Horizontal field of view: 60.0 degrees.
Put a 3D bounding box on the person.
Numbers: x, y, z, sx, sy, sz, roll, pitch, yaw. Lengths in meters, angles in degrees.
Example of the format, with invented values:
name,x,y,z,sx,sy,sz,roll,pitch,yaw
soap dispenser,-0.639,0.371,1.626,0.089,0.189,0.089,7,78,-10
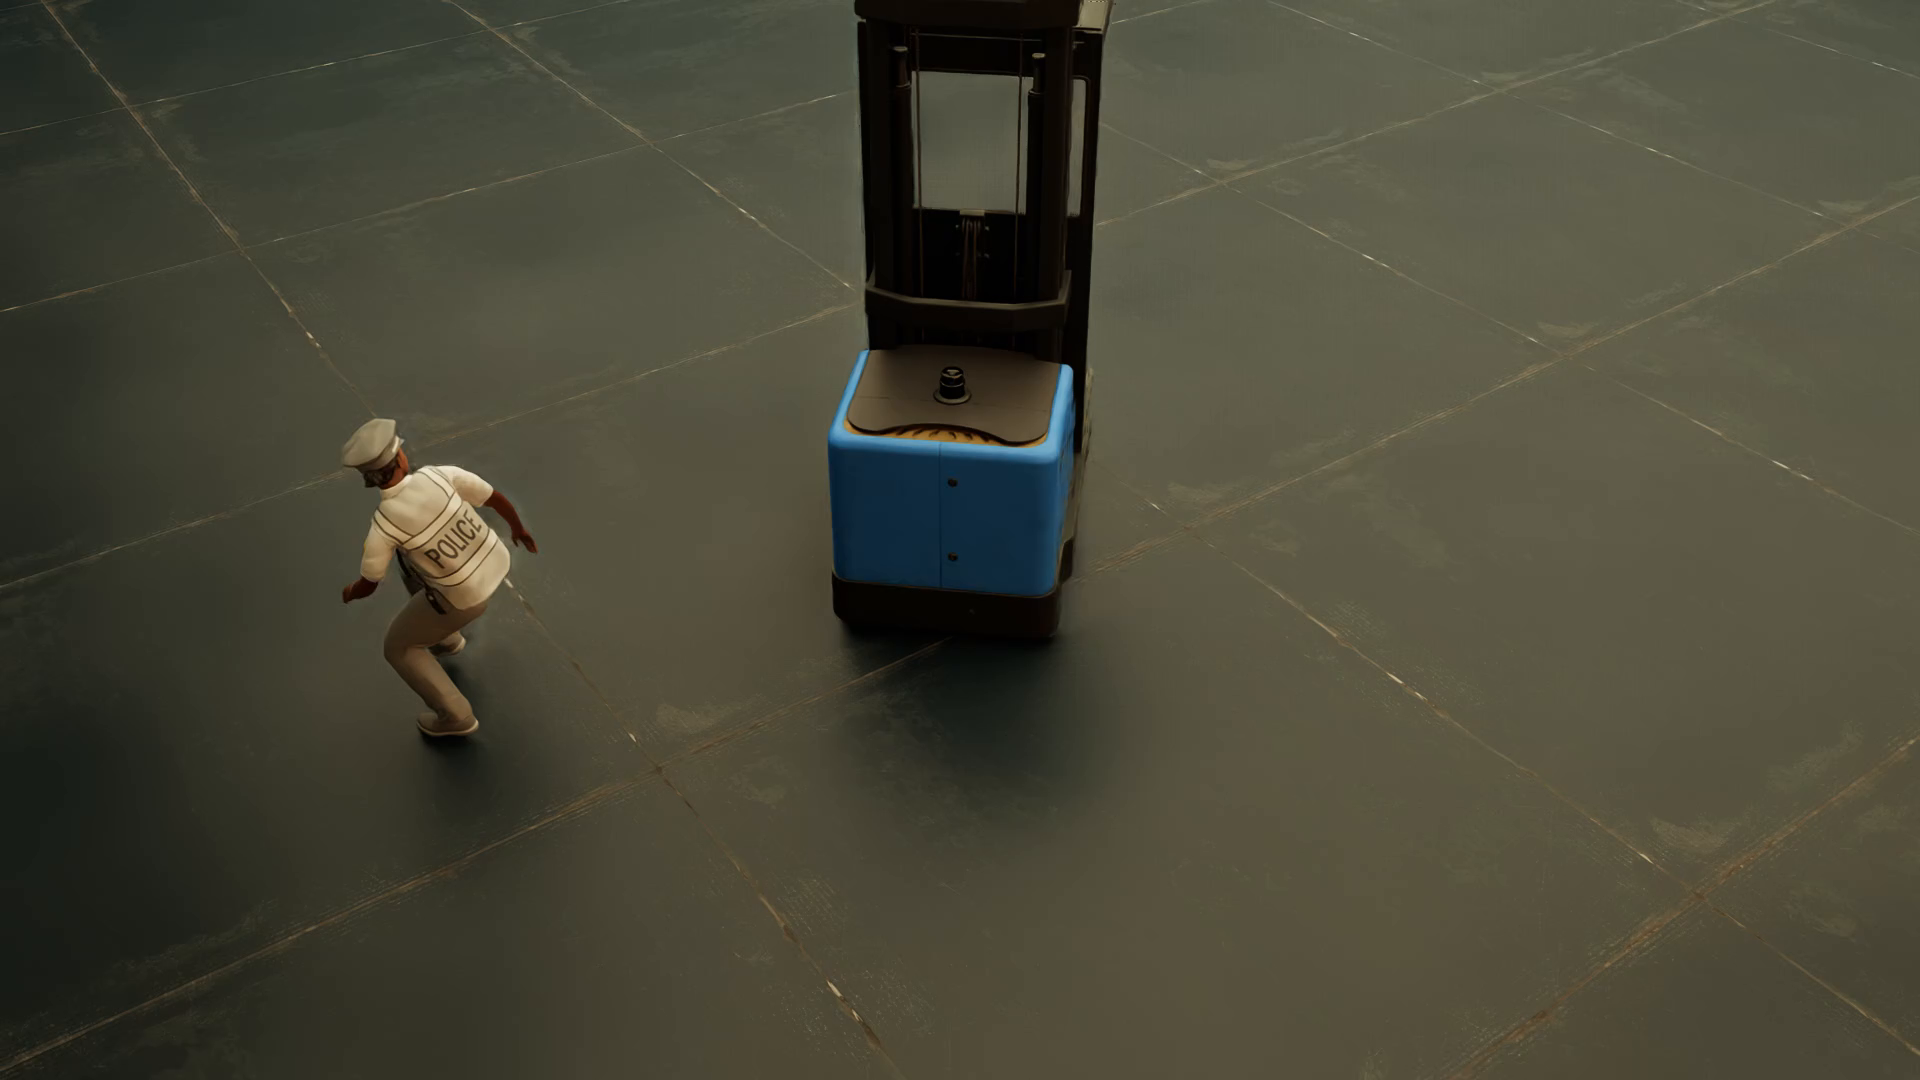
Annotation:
name,x,y,z,sx,sy,sz,roll,pitch,yaw
person,-2.243,0.094,7.032,0.680,1.451,0.694,14,39,18

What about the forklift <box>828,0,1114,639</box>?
name,x,y,z,sx,sy,sz,roll,pitch,yaw
forklift,0.125,-1.592,8.098,1.130,2.935,3.031,5,37,7
